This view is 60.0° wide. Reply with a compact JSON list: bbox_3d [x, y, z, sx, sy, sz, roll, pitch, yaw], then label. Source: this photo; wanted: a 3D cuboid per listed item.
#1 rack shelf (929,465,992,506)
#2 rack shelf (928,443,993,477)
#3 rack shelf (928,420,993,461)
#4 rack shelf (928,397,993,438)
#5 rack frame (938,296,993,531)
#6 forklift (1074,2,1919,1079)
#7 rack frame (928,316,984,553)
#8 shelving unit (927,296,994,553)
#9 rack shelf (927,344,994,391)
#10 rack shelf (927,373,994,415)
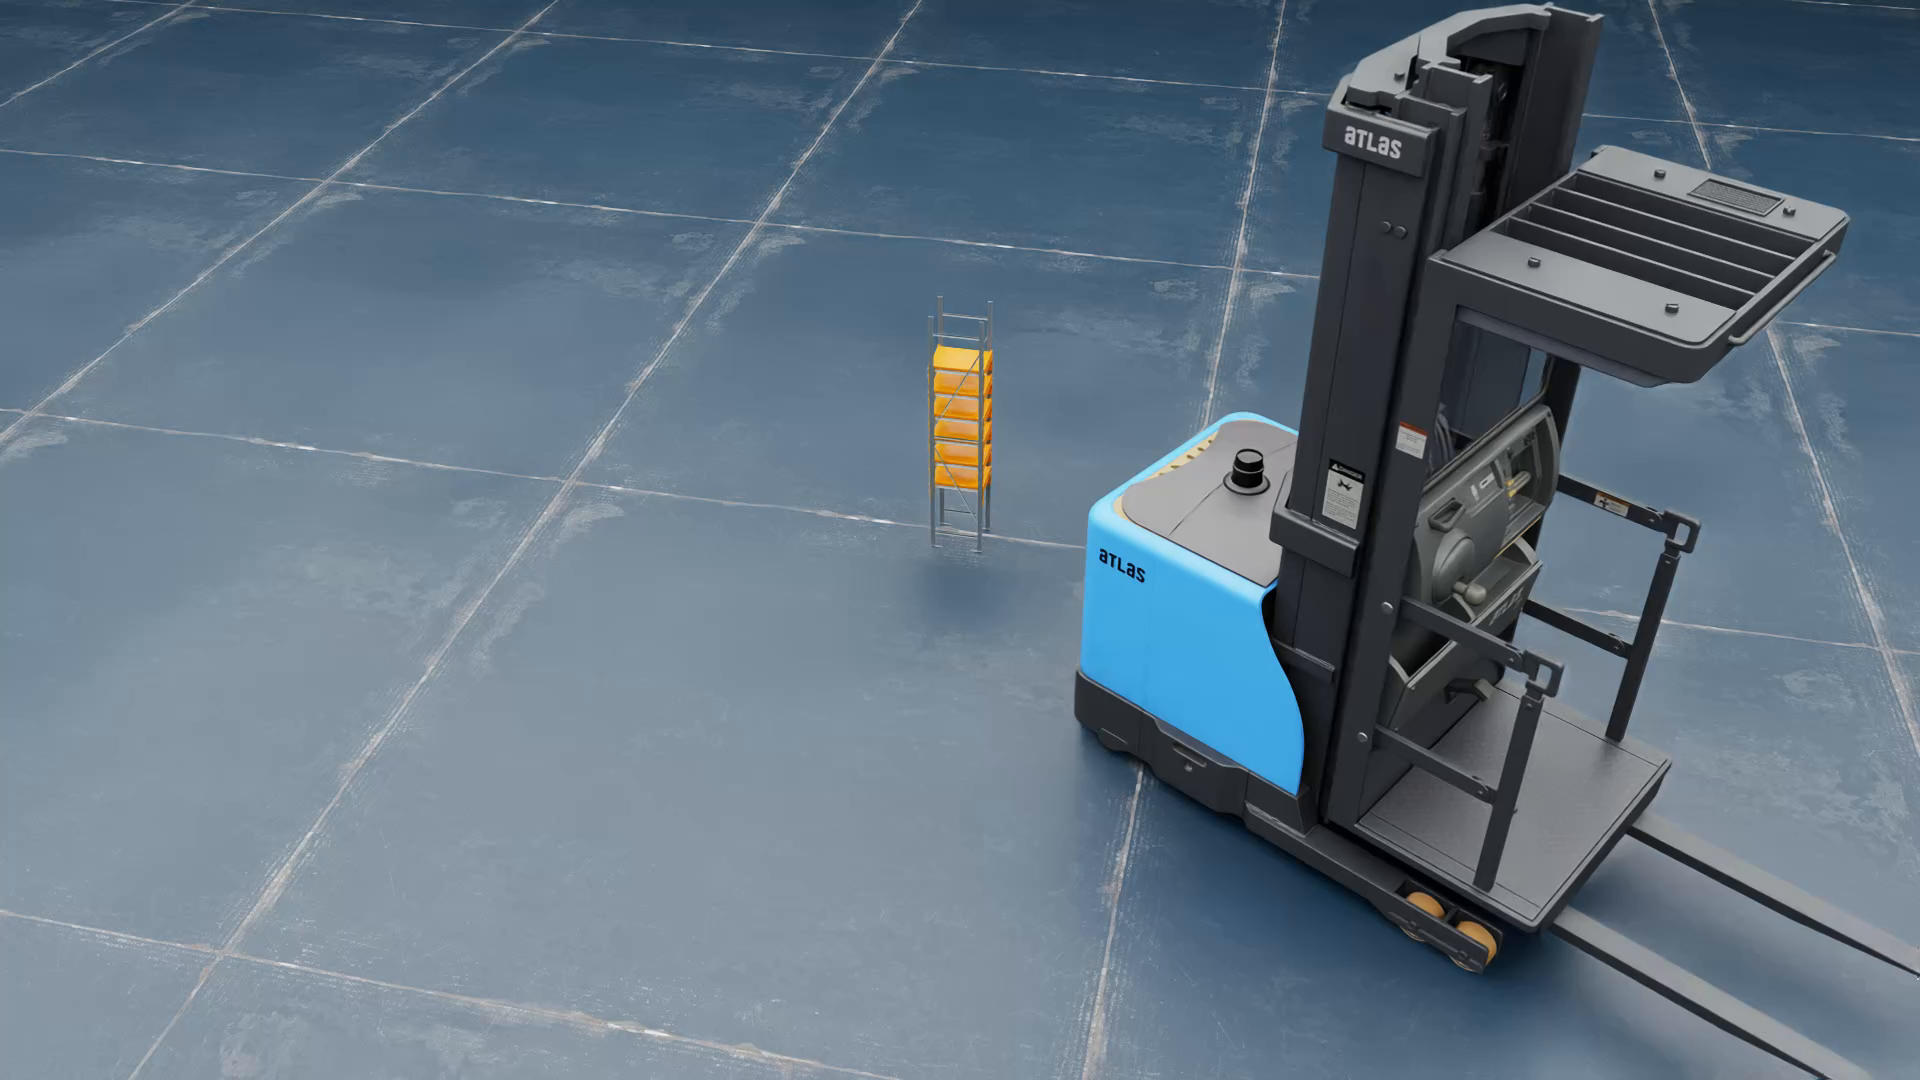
[{"bbox_3d":[0.003,-0.264,7.576,0.258,0.103,0.180,7,37,10],"label":"rack shelf"},{"bbox_3d":[0.003,-0.361,7.506,0.258,0.103,0.180,7,37,10],"label":"rack shelf"},{"bbox_3d":[0.003,-0.458,7.435,0.258,0.103,0.180,7,37,10],"label":"rack shelf"},{"bbox_3d":[0.003,-0.555,7.365,0.258,0.103,0.180,7,37,10],"label":"rack shelf"},{"bbox_3d":[0.023,-0.547,7.482,0.240,1.200,0.006,7,37,10],"label":"rack frame"},{"bbox_3d":[1.882,-0.059,5.335,3.031,2.935,1.130,28,45,33],"label":"forklift"},{"bbox_3d":[-0.016,-0.442,7.337,0.240,1.200,0.006,7,37,10],"label":"rack frame"},{"bbox_3d":[0.003,-0.494,7.409,0.258,1.200,0.189,7,37,10],"label":"shelving unit"},{"bbox_3d":[0.003,-0.750,7.224,0.258,0.103,0.180,7,37,10],"label":"rack shelf"},{"bbox_3d":[0.003,-0.652,7.295,0.258,0.103,0.180,7,37,10],"label":"rack shelf"}]
